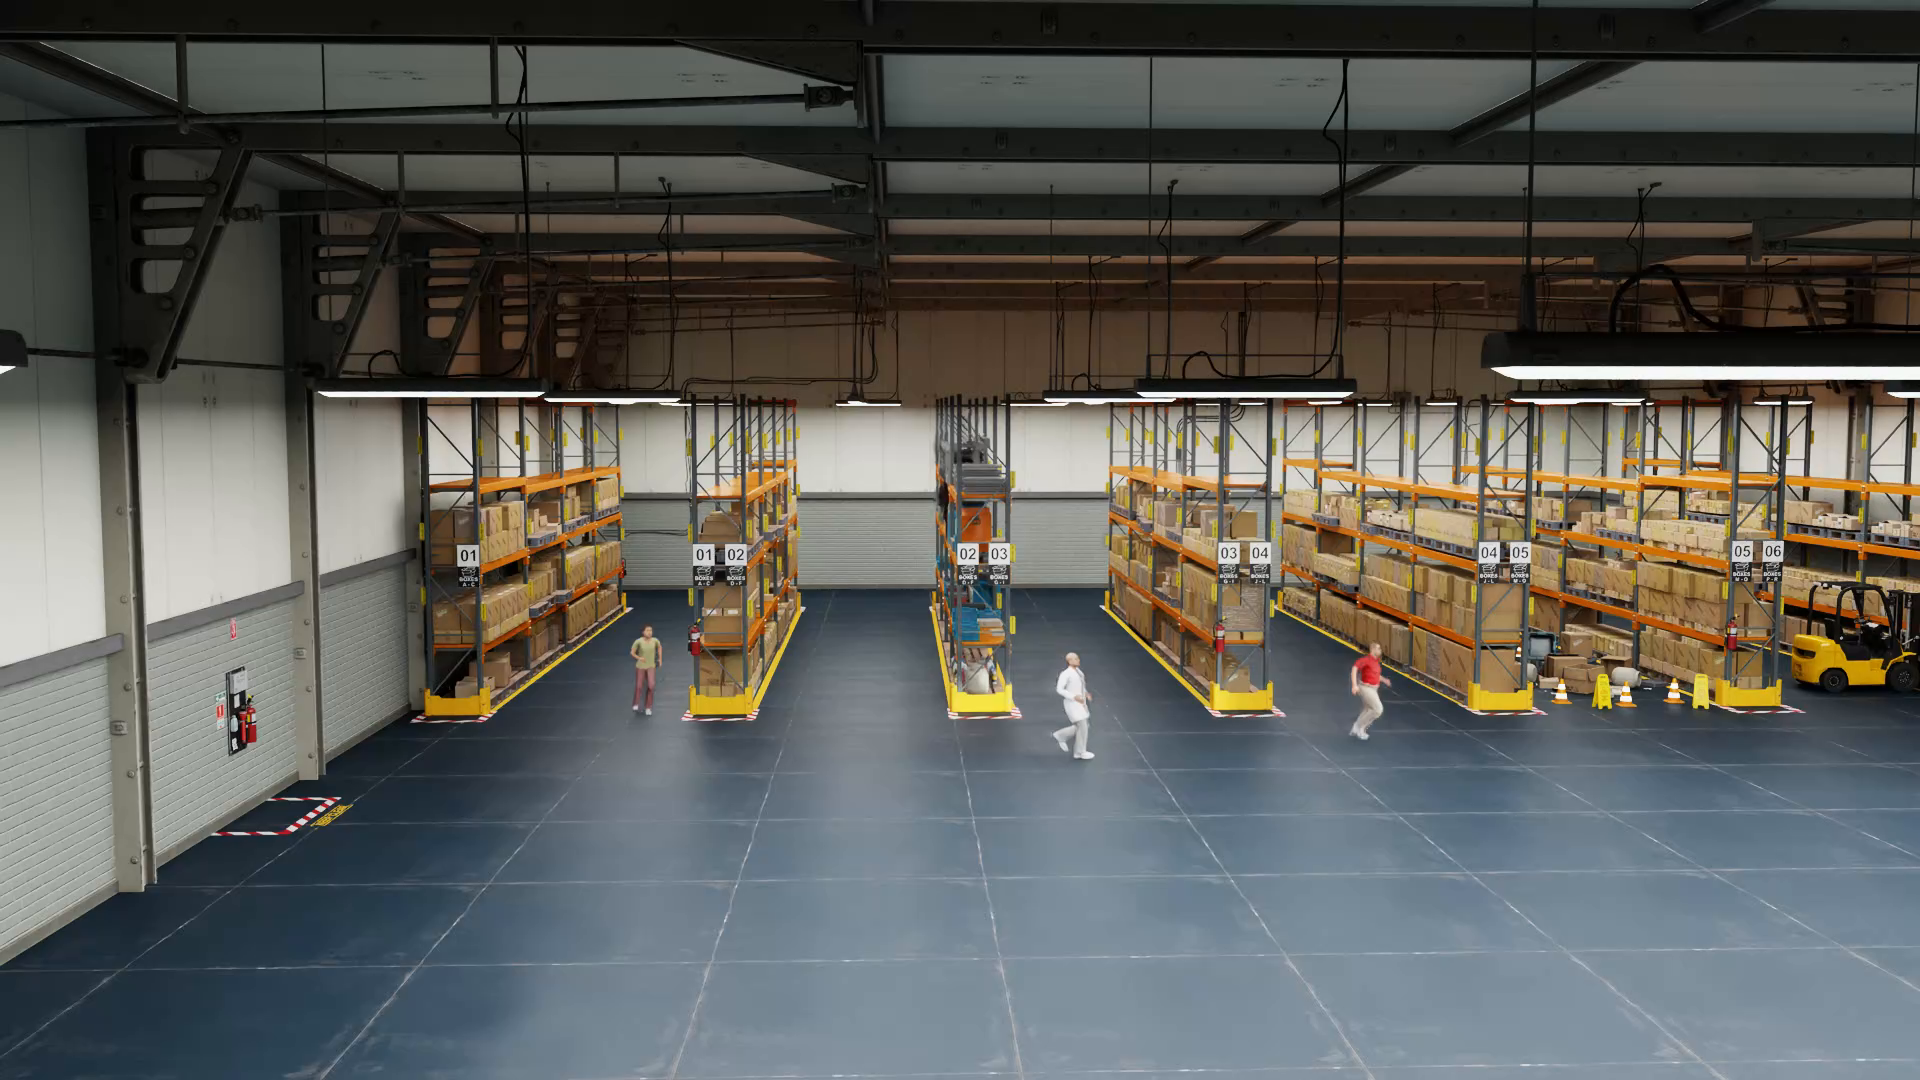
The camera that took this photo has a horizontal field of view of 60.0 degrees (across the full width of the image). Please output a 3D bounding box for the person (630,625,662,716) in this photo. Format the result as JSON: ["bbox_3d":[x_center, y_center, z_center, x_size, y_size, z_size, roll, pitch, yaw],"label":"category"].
[{"bbox_3d":[-5.903,2.446,31.320,0.622,1.737,0.645,-2,5,-22],"label":"person"}]

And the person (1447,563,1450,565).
[{"bbox_3d":[14.633,0.945,49.413,0.949,1.712,0.751,3,6,37],"label":"person"}]

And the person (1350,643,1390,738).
[{"bbox_3d":[7.111,2.615,28.819,0.670,1.680,0.671,2,5,29],"label":"person"}]

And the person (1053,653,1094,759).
[{"bbox_3d":[1.851,2.711,27.250,0.754,1.734,0.705,2,5,27],"label":"person"}]
